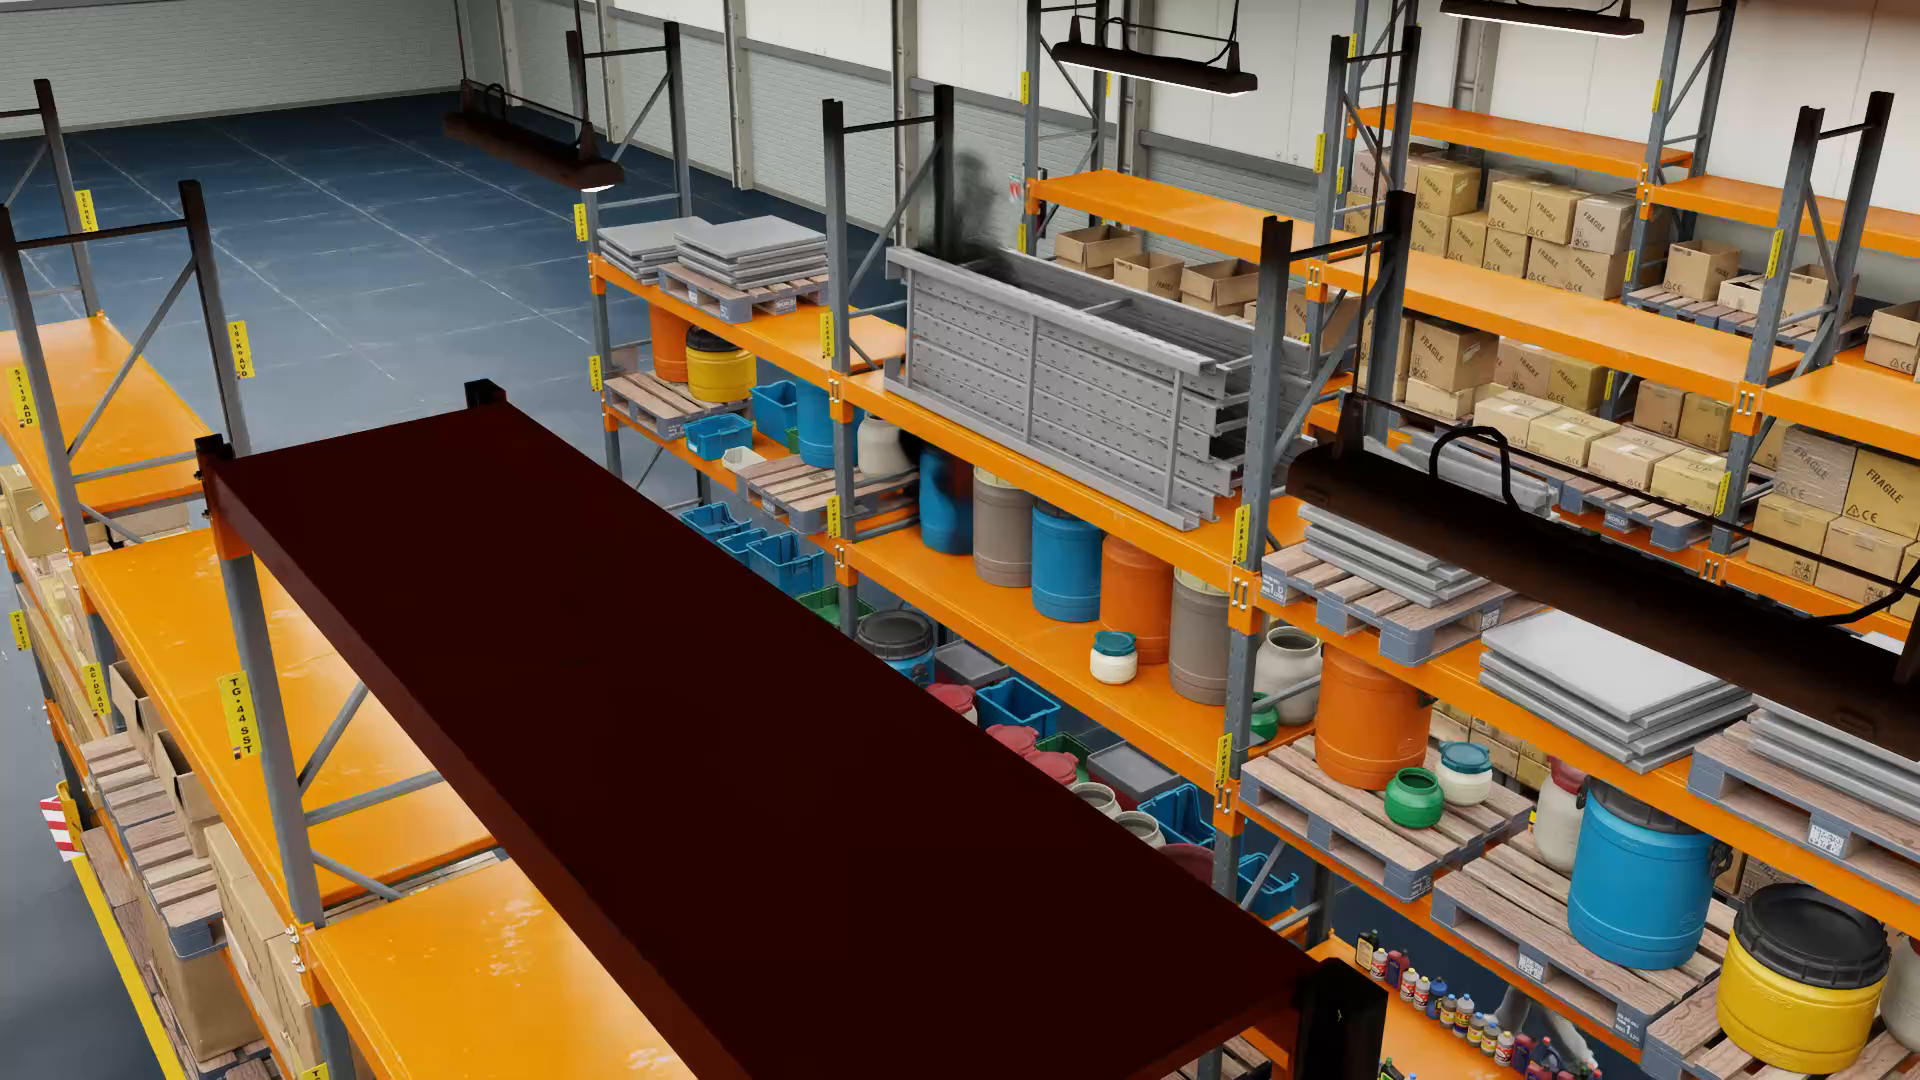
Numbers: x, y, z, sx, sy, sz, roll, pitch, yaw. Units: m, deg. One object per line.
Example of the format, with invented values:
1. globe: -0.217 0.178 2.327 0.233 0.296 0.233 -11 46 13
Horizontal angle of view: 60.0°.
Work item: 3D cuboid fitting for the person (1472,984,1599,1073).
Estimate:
1. person: 3.938 2.699 11.008 0.716 1.783 0.962 -18 31 -34
